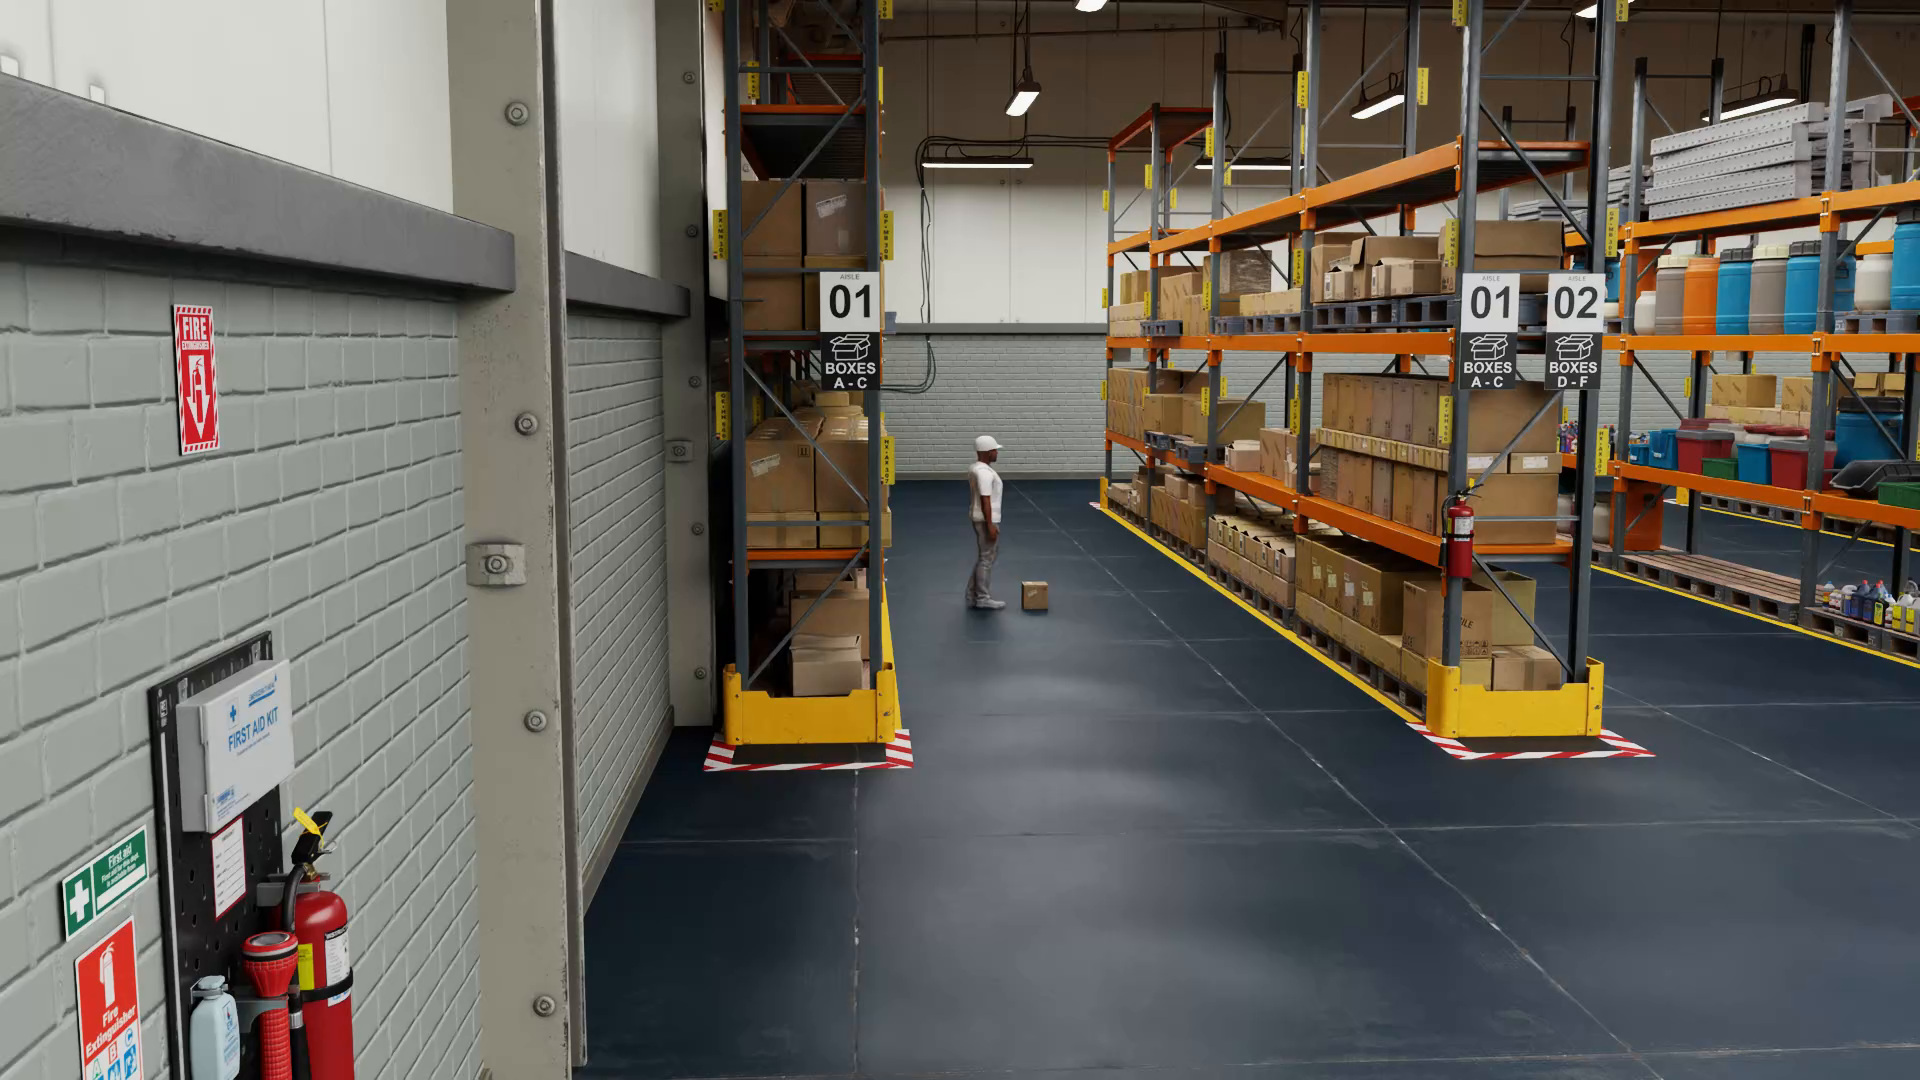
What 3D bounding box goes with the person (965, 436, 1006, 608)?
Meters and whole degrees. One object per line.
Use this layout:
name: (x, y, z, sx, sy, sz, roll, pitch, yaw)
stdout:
person: (0.259, -0.192, 17.113, 0.393, 1.766, 0.583, -1, 7, -8)
